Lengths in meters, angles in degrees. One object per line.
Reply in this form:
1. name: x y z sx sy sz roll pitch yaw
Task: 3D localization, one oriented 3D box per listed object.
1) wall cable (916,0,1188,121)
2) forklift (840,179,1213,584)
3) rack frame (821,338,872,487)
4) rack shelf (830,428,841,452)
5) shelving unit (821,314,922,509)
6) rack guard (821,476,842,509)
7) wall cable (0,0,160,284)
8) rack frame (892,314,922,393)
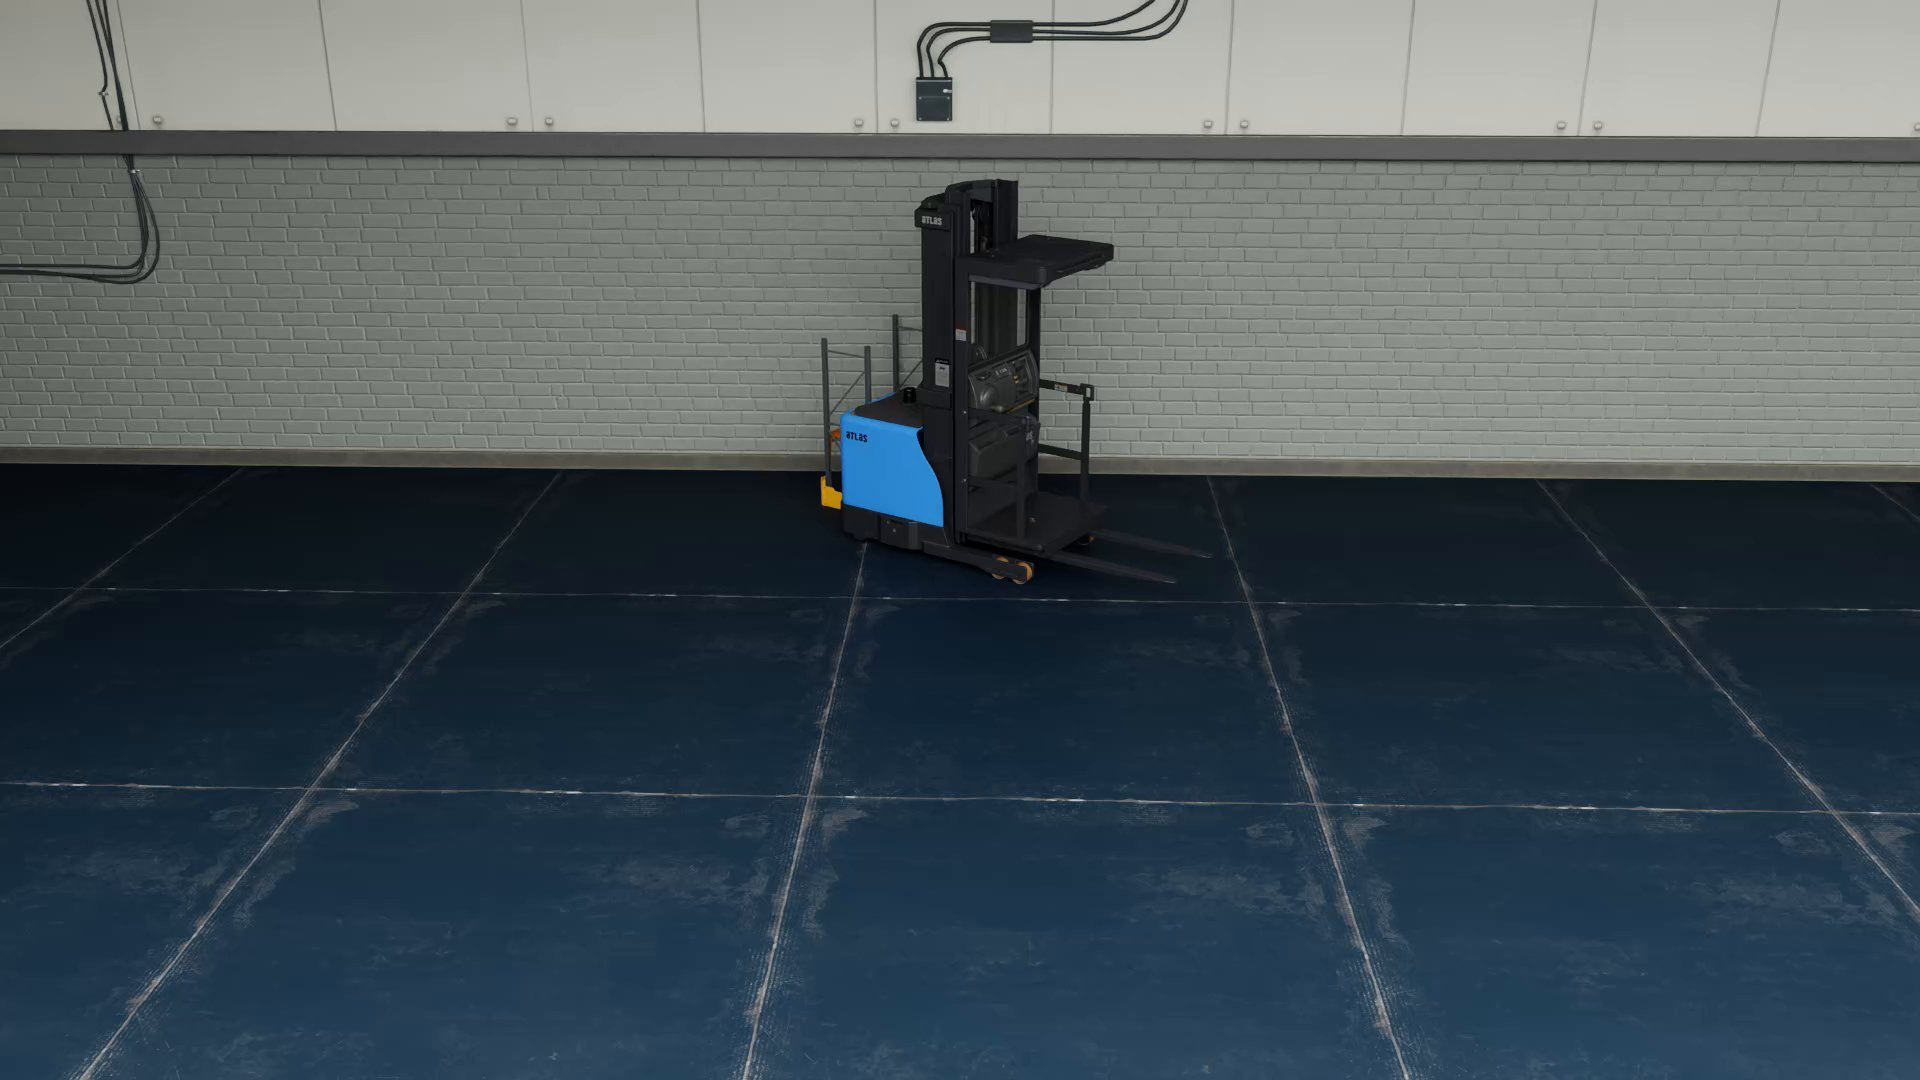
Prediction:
1. wall cable: 0.780 -6.383 13.132 2.305 6.003 0.169 1 21 2
2. forklift: 0.519 -1.242 12.972 3.031 2.935 1.130 13 25 31
3. rack frame: -0.960 -0.962 14.230 0.500 1.500 0.032 14 25 31
4. rack shelf: -0.675 -0.947 14.687 0.538 0.185 1.000 14 25 31
5. shelving unit: -0.680 -1.112 14.615 0.587 1.500 1.083 14 25 31
6. rack guard: -0.960 -0.380 14.457 0.587 0.250 0.087 14 25 31
7. wall cable: -8.708 -3.460 14.592 3.097 2.526 0.112 1 21 2
8. rack frame: -0.391 -1.267 15.015 0.500 1.500 0.032 14 25 31
